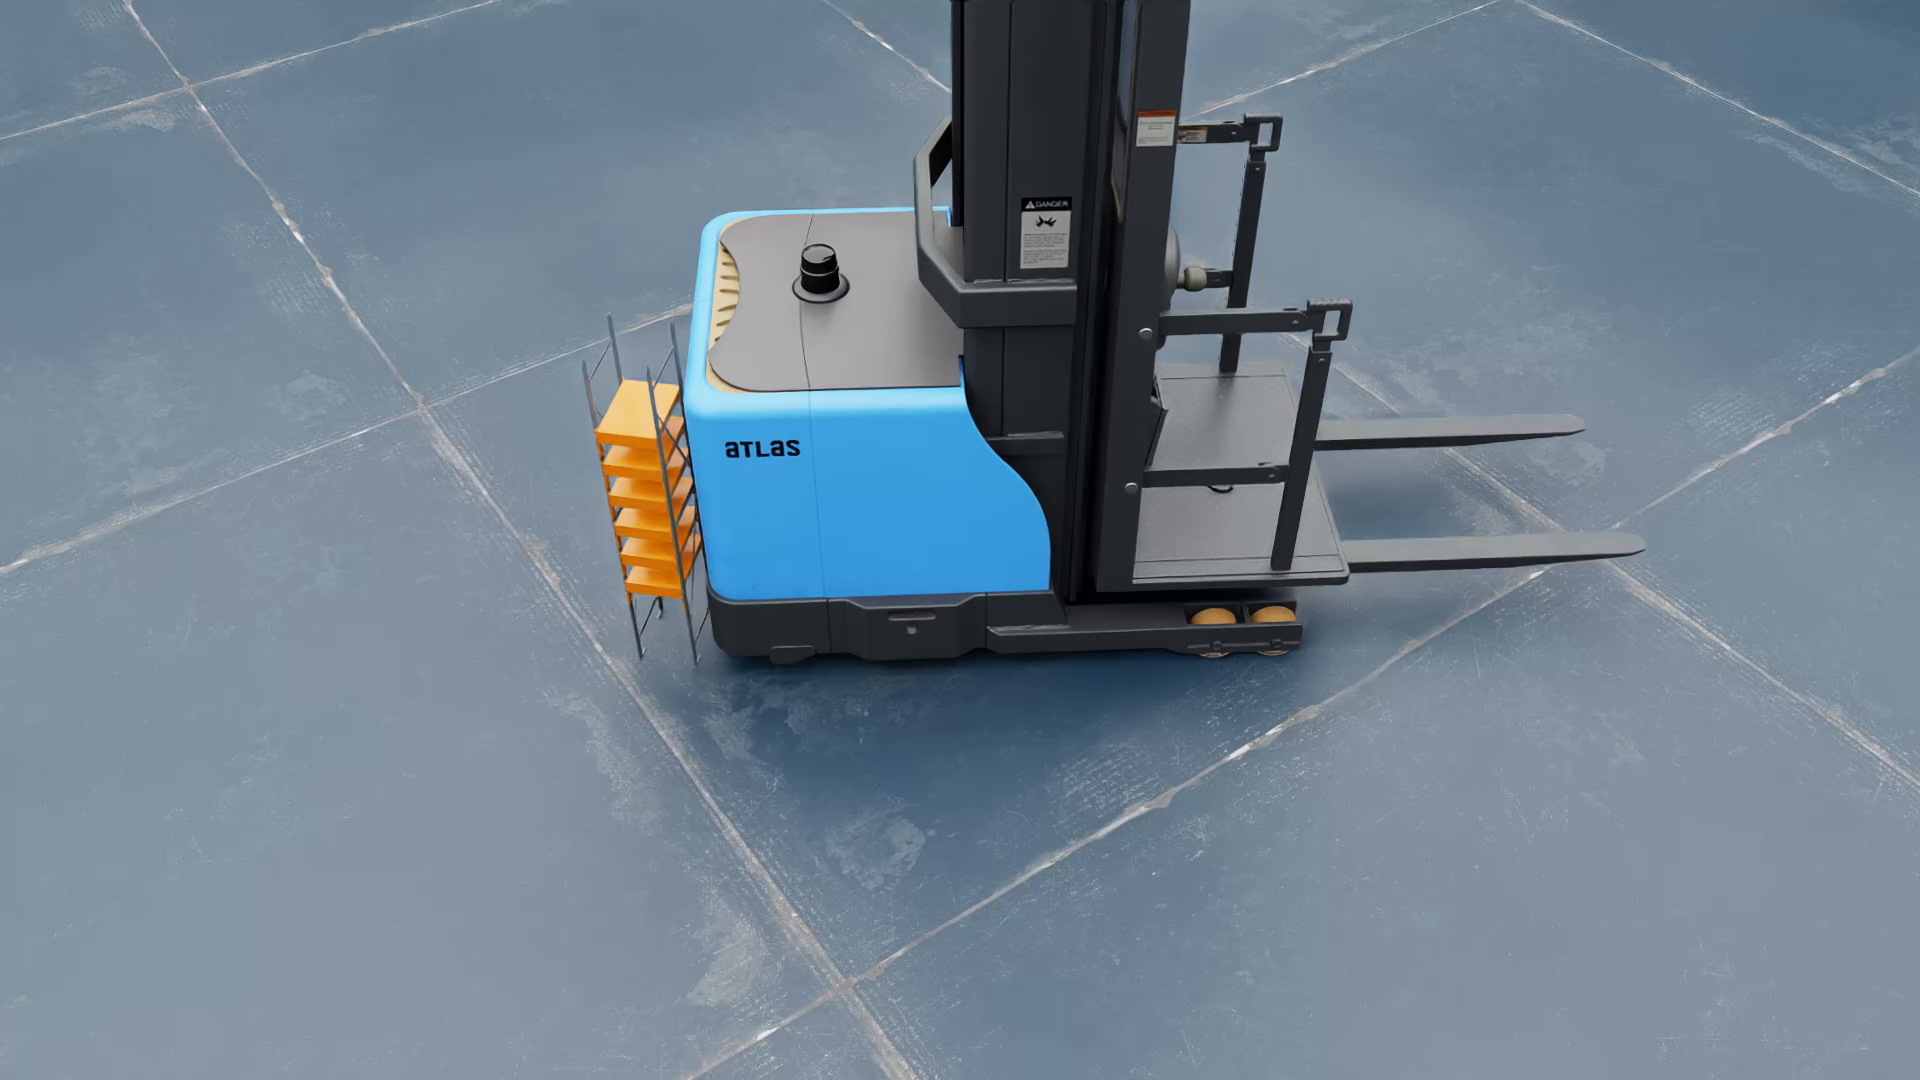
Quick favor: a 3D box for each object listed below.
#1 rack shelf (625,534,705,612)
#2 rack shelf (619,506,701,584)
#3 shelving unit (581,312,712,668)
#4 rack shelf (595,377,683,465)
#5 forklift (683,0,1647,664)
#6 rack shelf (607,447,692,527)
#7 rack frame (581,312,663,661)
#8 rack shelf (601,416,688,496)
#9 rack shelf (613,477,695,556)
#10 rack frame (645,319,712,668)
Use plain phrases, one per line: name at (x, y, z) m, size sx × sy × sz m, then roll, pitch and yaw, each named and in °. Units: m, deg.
rack shelf at (-0.917, 0.090, 5.199) m, size 0.180 × 0.103 × 0.258 m, roll 7°, pitch 44°, yaw 7°
rack shelf at (-0.917, 0.003, 5.116) m, size 0.180 × 0.103 × 0.258 m, roll 7°, pitch 44°, yaw 7°
shelving unit at (-0.917, -0.116, 5.003) m, size 0.189 × 1.200 × 0.258 m, roll 7°, pitch 44°, yaw 7°
rack shelf at (-0.917, -0.344, 4.785) m, size 0.180 × 0.103 × 0.258 m, roll 7°, pitch 44°, yaw 7°
forklift at (0.702, -1.048, 4.726) m, size 3.031 × 2.935 × 1.130 m, roll -2°, pitch 44°, yaw -2°
rack shelf at (-0.917, -0.171, 4.951) m, size 0.180 × 0.103 × 0.258 m, roll 7°, pitch 44°, yaw 7°
rack frame at (-1.007, -0.127, 5.014) m, size 0.006 × 1.200 × 0.240 m, roll 7°, pitch 44°, yaw 7°
rack shelf at (-0.917, -0.258, 4.868) m, size 0.180 × 0.103 × 0.258 m, roll 7°, pitch 44°, yaw 7°
rack shelf at (-0.917, -0.084, 5.033) m, size 0.180 × 0.103 × 0.258 m, roll 7°, pitch 44°, yaw 7°
rack frame at (-0.827, -0.105, 4.991) m, size 0.006 × 1.200 × 0.240 m, roll 7°, pitch 44°, yaw 7°
